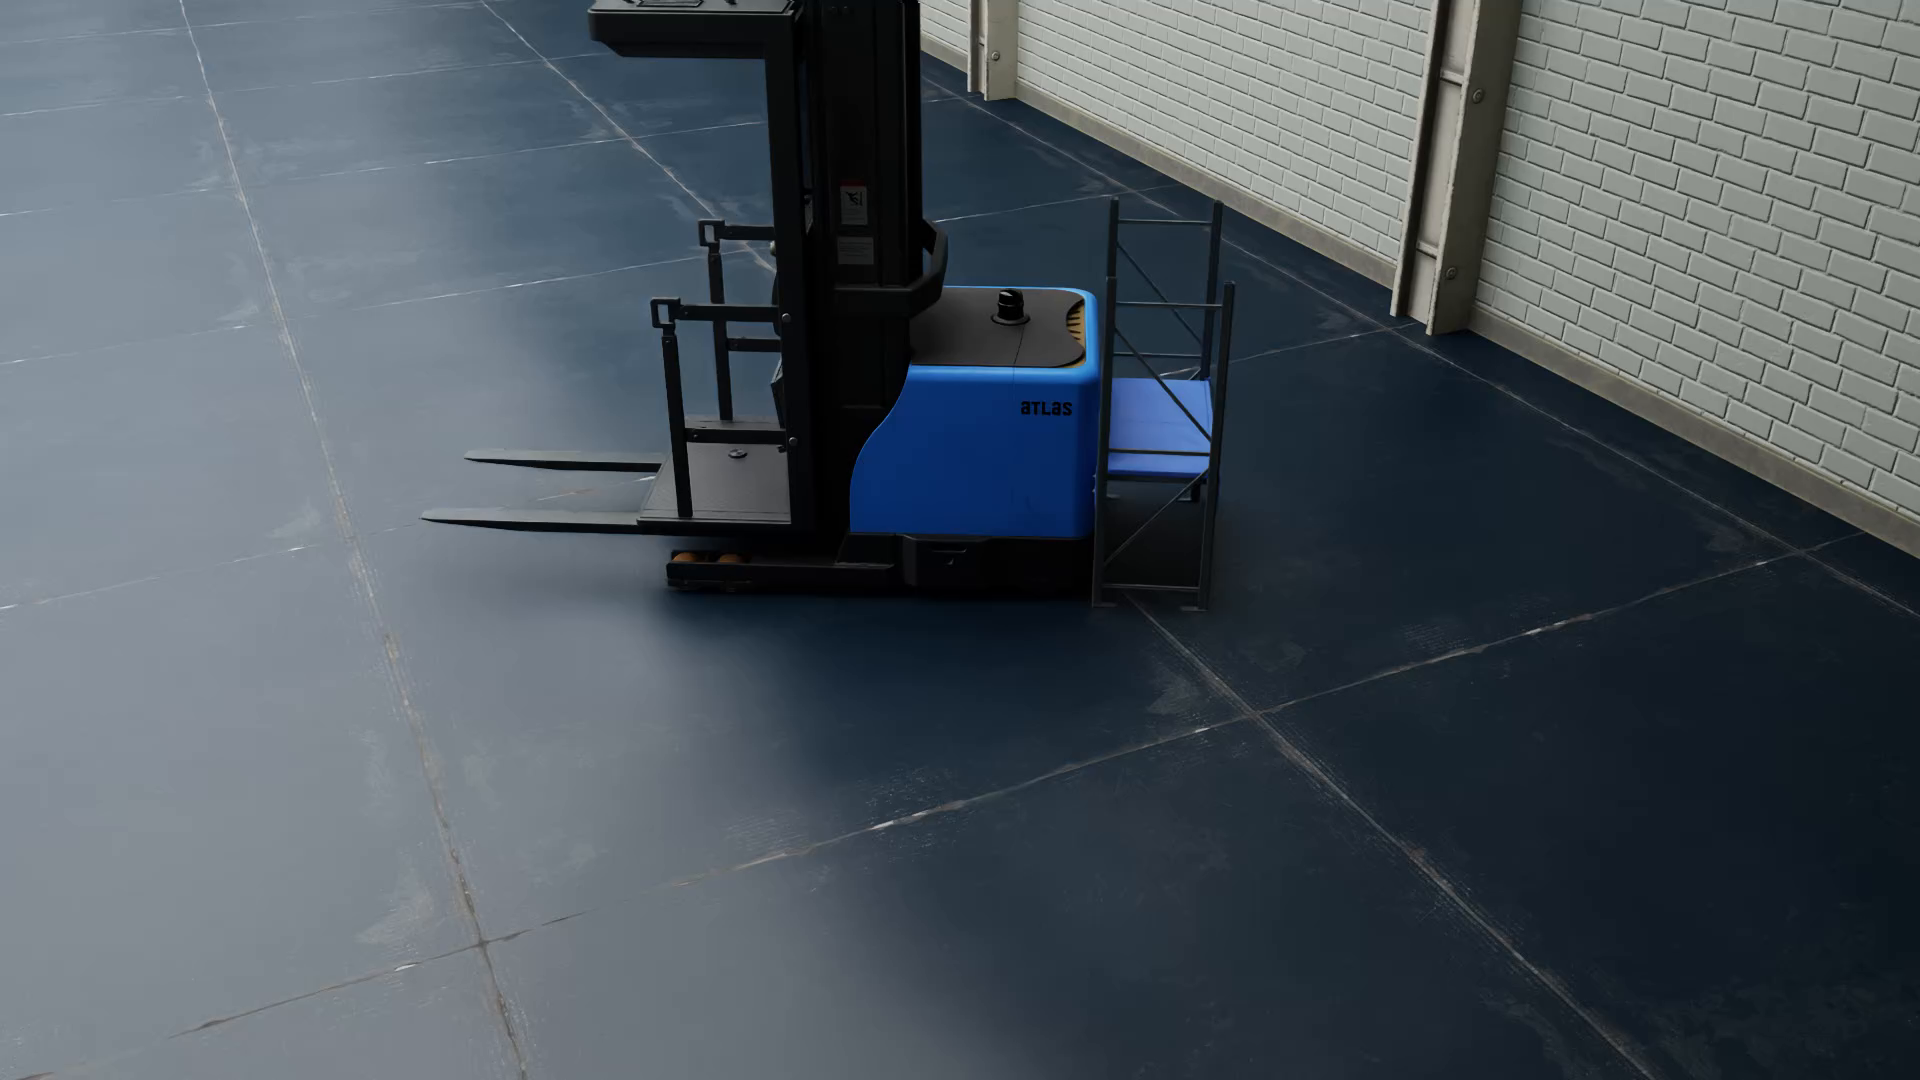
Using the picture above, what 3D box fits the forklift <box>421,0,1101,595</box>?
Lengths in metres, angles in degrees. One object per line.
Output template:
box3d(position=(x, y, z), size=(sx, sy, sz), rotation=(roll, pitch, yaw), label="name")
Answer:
box3d(position=(-0.896, -1.304, 7.078), size=(3.031, 2.935, 1.130), rotation=(2, 29, 3), label="forklift")

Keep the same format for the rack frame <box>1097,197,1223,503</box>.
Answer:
box3d(position=(0.914, -0.854, 7.739), size=(0.500, 1.500, 0.032), rotation=(3, 29, 5), label="rack frame")

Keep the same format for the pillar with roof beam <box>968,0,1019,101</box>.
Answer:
box3d(position=(-3.598, -7.010, 11.050), size=(9.100, 9.000, 0.400), rotation=(-13, 32, -22), label="pillar with roof beam")

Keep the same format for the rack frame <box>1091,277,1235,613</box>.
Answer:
box3d(position=(0.821, -0.358, 6.856), size=(0.500, 1.500, 0.032), rotation=(3, 29, 5), label="rack frame")

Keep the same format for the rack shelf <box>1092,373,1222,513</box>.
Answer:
box3d(position=(0.867, -0.449, 7.385), size=(0.538, 0.185, 1.000), rotation=(3, 29, 5), label="rack shelf")

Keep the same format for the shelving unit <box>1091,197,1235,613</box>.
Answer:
box3d(position=(0.867, -0.606, 7.297), size=(0.538, 1.500, 1.048), rotation=(3, 29, 5), label="shelving unit")

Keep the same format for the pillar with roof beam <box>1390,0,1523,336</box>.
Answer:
box3d(position=(-1.022, -4.359, 6.324), size=(9.100, 9.000, 0.400), rotation=(-13, 32, -22), label="pillar with roof beam")
